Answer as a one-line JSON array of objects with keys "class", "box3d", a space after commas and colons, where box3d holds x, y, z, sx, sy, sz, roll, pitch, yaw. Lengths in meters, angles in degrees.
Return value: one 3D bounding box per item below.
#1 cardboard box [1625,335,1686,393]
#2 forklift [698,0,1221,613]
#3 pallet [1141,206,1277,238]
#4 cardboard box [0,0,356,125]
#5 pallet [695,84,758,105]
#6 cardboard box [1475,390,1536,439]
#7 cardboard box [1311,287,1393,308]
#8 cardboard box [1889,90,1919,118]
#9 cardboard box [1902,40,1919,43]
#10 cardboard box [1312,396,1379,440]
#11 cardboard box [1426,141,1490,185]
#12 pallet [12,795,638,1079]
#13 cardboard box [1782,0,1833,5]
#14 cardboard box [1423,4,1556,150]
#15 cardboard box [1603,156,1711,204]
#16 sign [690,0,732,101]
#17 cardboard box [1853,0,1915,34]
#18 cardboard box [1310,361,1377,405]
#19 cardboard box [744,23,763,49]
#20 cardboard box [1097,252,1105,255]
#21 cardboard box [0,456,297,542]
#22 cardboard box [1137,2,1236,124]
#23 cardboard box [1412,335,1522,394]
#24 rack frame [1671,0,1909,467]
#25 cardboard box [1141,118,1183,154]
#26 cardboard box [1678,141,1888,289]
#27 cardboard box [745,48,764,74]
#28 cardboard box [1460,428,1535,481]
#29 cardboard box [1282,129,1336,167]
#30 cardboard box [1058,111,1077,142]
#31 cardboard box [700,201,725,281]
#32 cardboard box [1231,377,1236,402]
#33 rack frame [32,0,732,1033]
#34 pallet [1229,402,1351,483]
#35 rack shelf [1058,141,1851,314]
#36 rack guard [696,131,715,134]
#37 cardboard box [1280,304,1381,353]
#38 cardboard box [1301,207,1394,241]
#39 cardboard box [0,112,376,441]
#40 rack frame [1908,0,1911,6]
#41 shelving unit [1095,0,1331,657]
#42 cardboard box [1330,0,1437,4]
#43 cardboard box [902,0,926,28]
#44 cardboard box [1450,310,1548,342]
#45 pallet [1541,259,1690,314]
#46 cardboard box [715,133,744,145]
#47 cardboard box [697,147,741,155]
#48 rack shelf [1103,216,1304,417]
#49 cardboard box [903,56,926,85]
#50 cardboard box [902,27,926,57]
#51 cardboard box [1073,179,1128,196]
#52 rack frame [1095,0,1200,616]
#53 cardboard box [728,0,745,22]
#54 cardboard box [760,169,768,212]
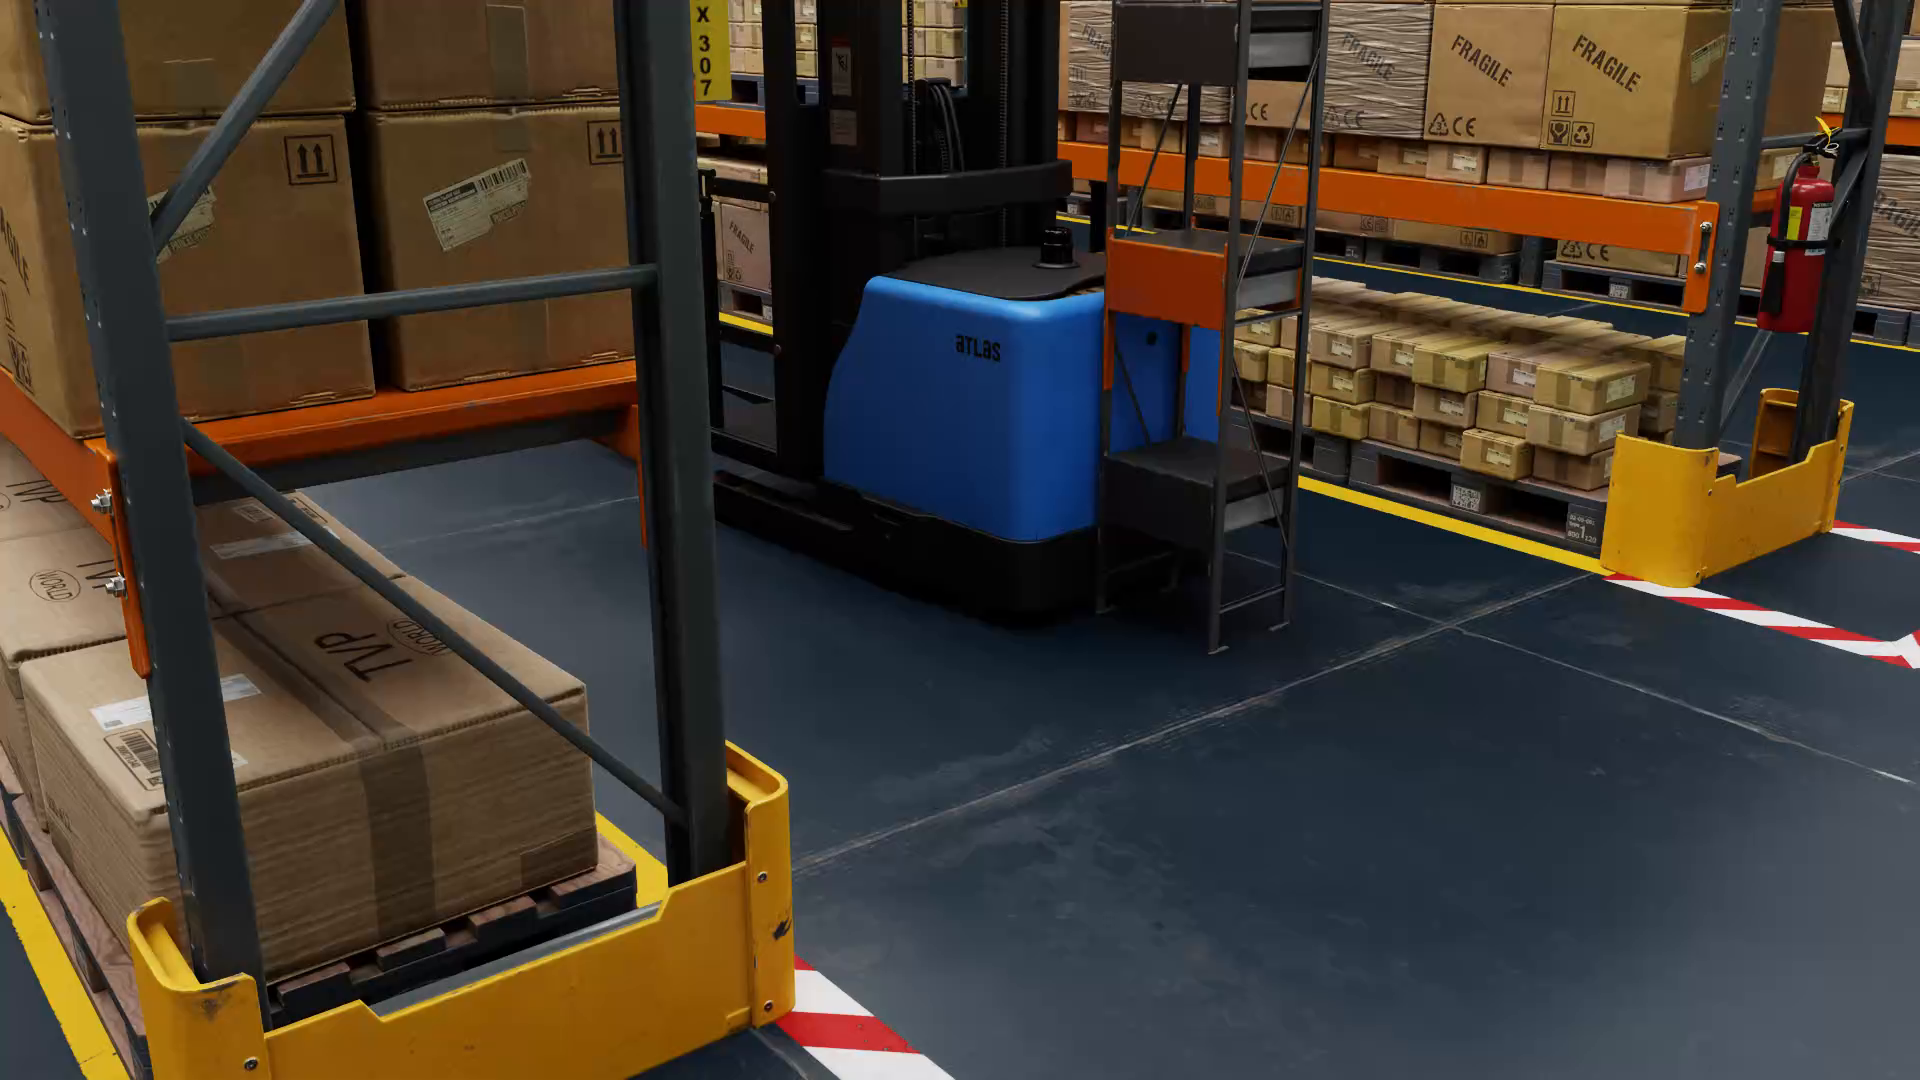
[{"class": "cardboard box", "box3d": [2.864, -0.707, 6.646, 0.380, 0.149, 0.250, -15, 24, -39]}, {"class": "forklift", "box3d": [-0.415, -1.538, 6.343, 1.130, 2.935, 3.031, -16, 24, -39]}, {"class": "pallet", "box3d": [2.337, -2.765, 14.376, 1.003, 0.211, 1.213, -14, 23, -36]}, {"class": "cardboard box", "box3d": [-1.381, -0.986, 2.820, 0.500, 0.500, 0.500, -13, 22, -34]}, {"class": "pallet", "box3d": [-1.518, -3.108, 11.283, 1.213, 0.211, 1.003, -14, 23, -36]}, {"class": "cardboard box", "box3d": [2.251, -0.519, 6.553, 0.380, 0.149, 0.250, -15, 23, -37]}, {"class": "cardboard box", "box3d": [1.800, -1.070, 7.744, 0.380, 0.149, 0.250, -14, 23, -36]}, {"class": "cardboard box", "box3d": [5.598, -2.545, 9.677, 0.380, 0.149, 0.250, -14, 23, -36]}, {"class": "cardboard box", "box3d": [5.822, -2.946, 10.253, 0.500, 0.250, 0.500, -15, 23, -37]}, {"class": "cardboard box", "box3d": [1.726, -0.552, 7.126, 0.380, 0.149, 0.250, -15, 24, -38]}, {"class": "cardboard box", "box3d": [2.030, -1.475, 6.444, 0.380, 0.149, 0.250, -13, 22, -35]}, {"class": "pallet", "box3d": [-1.452, 0.750, 3.761, 1.003, 0.211, 1.213, -14, 23, -36]}, {"class": "cardboard box", "box3d": [2.852, -2.209, 6.038, 0.500, 0.500, 0.500, -14, 23, -36]}, {"class": "cardboard box", "box3d": [2.126, -1.760, 6.273, 0.500, 0.500, 0.500, -14, 23, -37]}, {"class": "cardboard box", "box3d": [2.499, -1.289, 5.882, 0.380, 0.149, 0.250, -14, 23, -36]}, {"class": "sign", "box3d": [-0.456, -0.947, 2.948, 0.100, 0.325, 0.005, -14, 23, -36]}, {"class": "cardboard box", "box3d": [10.572, -6.081, 19.128, 0.700, 0.500, 0.500, -9, 20, -26]}, {"class": "cardboard box", "box3d": [1.716, -0.697, 7.090, 0.380, 0.149, 0.250, -14, 23, -35]}, {"class": "cardboard box", "box3d": [-1.101, -3.100, 10.211, 0.380, 0.149, 0.250, -14, 23, -37]}, {"class": "cardboard box", "box3d": [0.864, -1.460, 8.921, 0.380, 0.149, 0.250, -13, 22, -35]}, {"class": "cardboard box", "box3d": [-2.516, 0.036, 4.891, 0.875, 0.438, 0.875, -15, 23, -38]}, {"class": "cardboard box", "box3d": [1.147, -2.134, 7.404, 0.500, 0.500, 0.500, -15, 23, -37]}, {"class": "cardboard box", "box3d": [2.024, -0.704, 6.639, 0.380, 0.149, 0.250, -15, 23, -37]}, {"class": "rack frame", "box3d": [2.923, -1.383, 5.767, 1.000, 3.000, 0.127, -14, 23, -36]}, {"class": "cardboard box", "box3d": [1.053, -1.868, 7.632, 0.380, 0.149, 0.250, -13, 23, -35]}, {"class": "cardboard box", "box3d": [5.296, -2.102, 10.652, 0.875, 0.875, 0.875, -14, 23, -36]}, {"class": "cardboard box", "box3d": [-1.100, -2.958, 10.256, 0.380, 0.149, 0.250, -14, 23, -35]}, {"class": "cardboard box", "box3d": [2.194, -0.361, 6.550, 0.380, 0.149, 0.250, -13, 22, -34]}, {"class": "cardboard box", "box3d": [1.591, -1.686, 7.081, 0.380, 0.149, 0.250, -13, 23, -35]}, {"class": "cardboard box", "box3d": [0.577, -2.066, 8.231, 0.380, 0.149, 0.250, -13, 22, -35]}, {"class": "cardboard box", "box3d": [-1.490, -2.020, 10.998, 0.500, 0.500, 0.500, -14, 23, -35]}, {"class": "cardboard box", "box3d": [1.251, -0.750, 7.724, 0.380, 0.149, 0.250, -15, 23, -38]}, {"class": "rack frame", "box3d": [-0.895, -0.392, 2.774, 1.000, 3.000, 0.127, -14, 23, -36]}, {"class": "pallet", "box3d": [1.646, -0.585, 7.795, 1.003, 0.211, 1.213, -14, 23, -36]}, {"class": "rack shelf", "box3d": [1.681, -1.534, 7.368, 1.077, 0.370, 4.000, -14, 23, -36]}, {"class": "rack guard", "box3d": [-3.013, -5.063, 20.858, 1.175, 0.500, 0.348, -14, 23, -36]}, {"class": "cardboard box", "box3d": [1.626, -0.923, 7.297, 0.380, 0.149, 0.250, -15, 23, -38]}, {"class": "cardboard box", "box3d": [3.422, -2.876, 12.989, 1.225, 0.875, 0.875, -15, 23, -38]}, {"class": "cardboard box", "box3d": [-1.402, -0.507, 2.961, 0.500, 0.500, 0.500, -14, 23, -36]}, {"class": "rack frame", "box3d": [8.273, -4.278, 14.511, 1.000, 3.000, 0.127, -14, 23, -36]}, {"class": "shelving unit", "box3d": [0.771, -0.728, 5.221, 0.431, 2.100, 0.503, -16, 24, -39]}, {"class": "cardboard box", "box3d": [1.799, -2.362, 6.500, 0.500, 0.500, 0.500, -13, 22, -33]}, {"class": "cardboard box", "box3d": [-0.130, -2.858, 9.007, 0.380, 0.149, 0.250, -15, 23, -38]}, {"class": "cardboard box", "box3d": [2.324, -0.883, 7.179, 0.380, 0.149, 0.250, -15, 24, -39]}, {"class": "pallet", "box3d": [4.801, -1.785, 11.418, 1.003, 0.211, 1.213, -14, 23, -36]}, {"class": "cardboard box", "box3d": [-2.686, -5.124, 20.374, 0.500, 0.500, 0.500, -9, 20, -26]}, {"class": "cardboard box", "box3d": [-1.806, -2.506, 11.273, 0.500, 0.250, 0.500, -15, 24, -39]}, {"class": "rack shelf", "box3d": [0.771, -0.715, 5.225, 0.431, 0.518, 0.480, -16, 24, -39]}, {"class": "cardboard box", "box3d": [-0.124, -2.572, 9.089, 0.380, 0.149, 0.250, -14, 23, -36]}, {"class": "cardboard box", "box3d": [-0.127, -2.714, 9.045, 0.380, 0.149, 0.250, -14, 23, -36]}, {"class": "cardboard box", "box3d": [1.475, -3.481, 15.379, 0.700, 0.500, 0.500, -16, 24, -39]}, {"class": "rack frame", "box3d": [0.608, -0.785, 5.393, 0.400, 2.100, 0.015, -16, 24, -39]}, {"class": "cardboard box", "box3d": [-1.258, -3.306, 10.361, 0.380, 0.149, 0.250, -13, 22, -34]}, {"class": "cardboard box", "box3d": [-0.869, -2.128, 10.133, 0.500, 0.250, 0.500, -15, 24, -38]}]
